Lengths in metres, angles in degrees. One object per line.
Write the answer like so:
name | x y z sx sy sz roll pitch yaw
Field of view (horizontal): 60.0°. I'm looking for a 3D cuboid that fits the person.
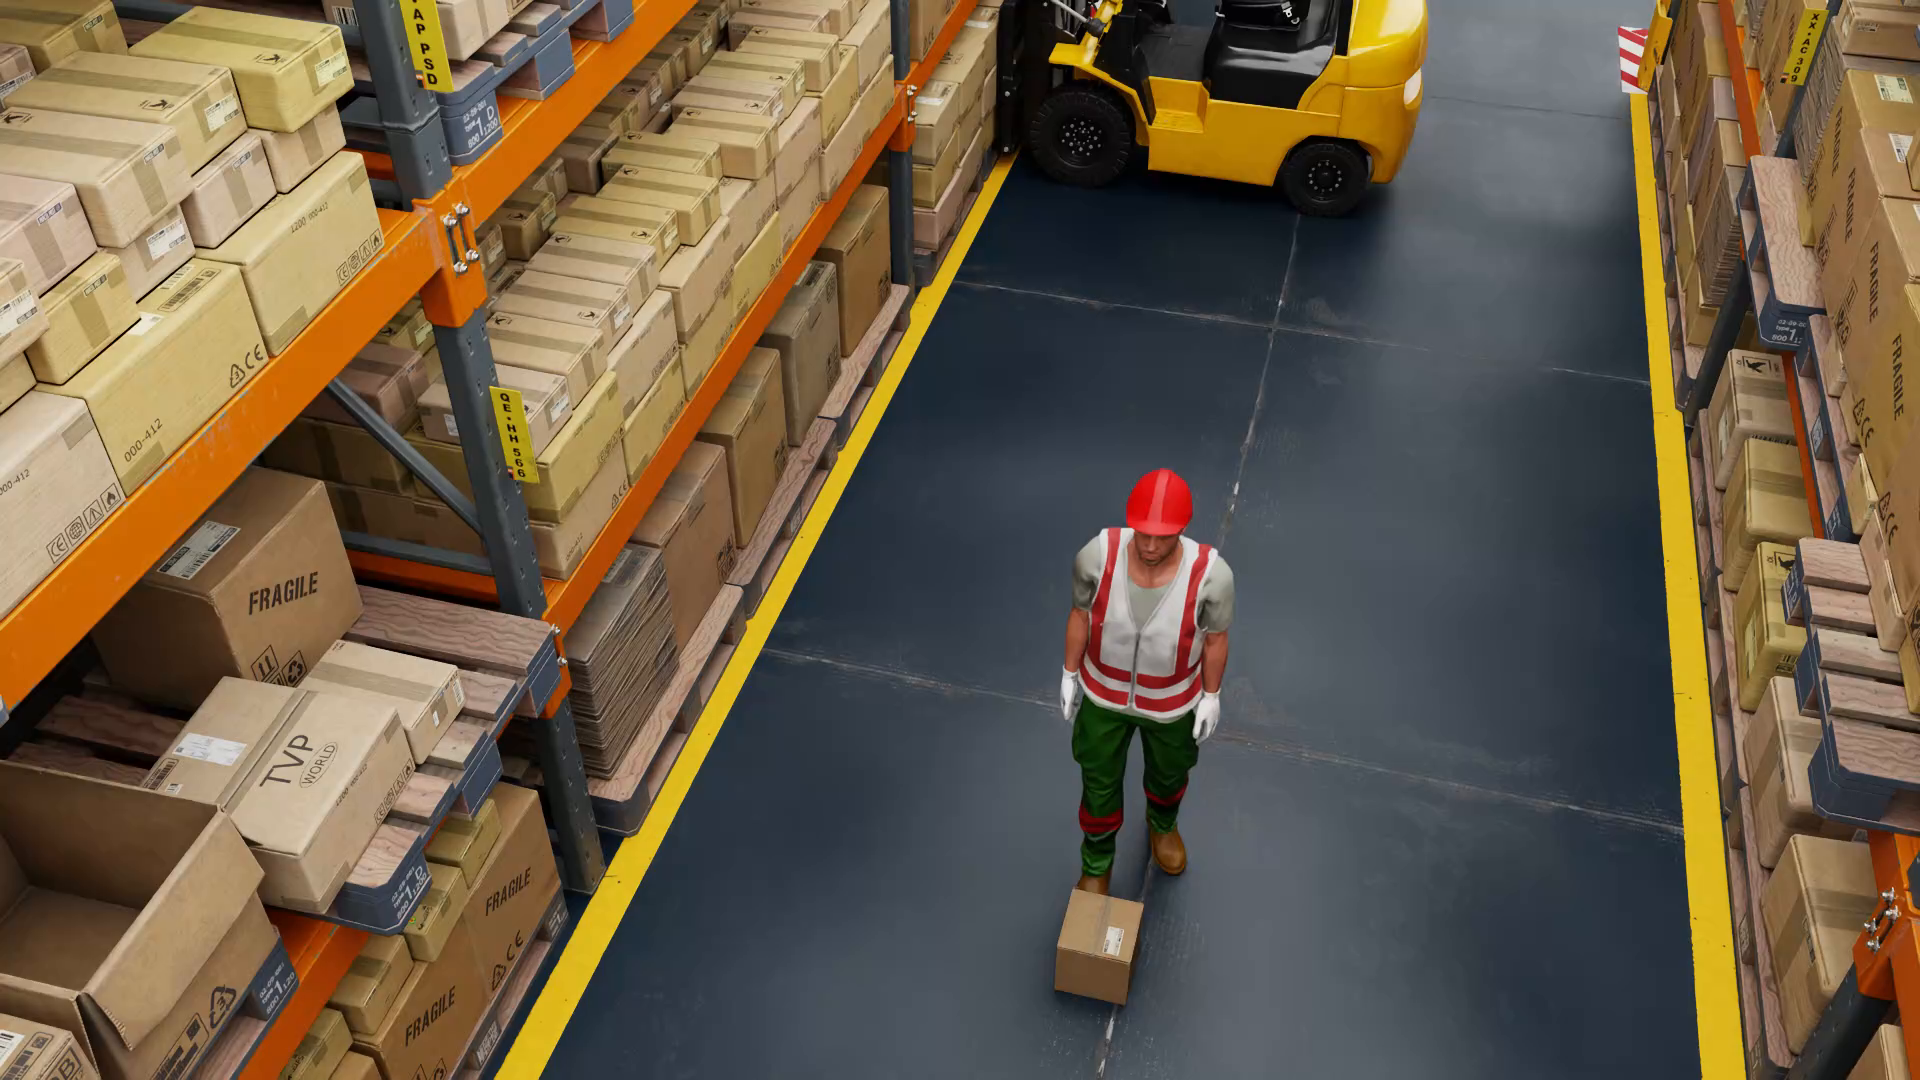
person | 0.593 0.533 5.523 0.538 1.812 0.598 10 42 12
